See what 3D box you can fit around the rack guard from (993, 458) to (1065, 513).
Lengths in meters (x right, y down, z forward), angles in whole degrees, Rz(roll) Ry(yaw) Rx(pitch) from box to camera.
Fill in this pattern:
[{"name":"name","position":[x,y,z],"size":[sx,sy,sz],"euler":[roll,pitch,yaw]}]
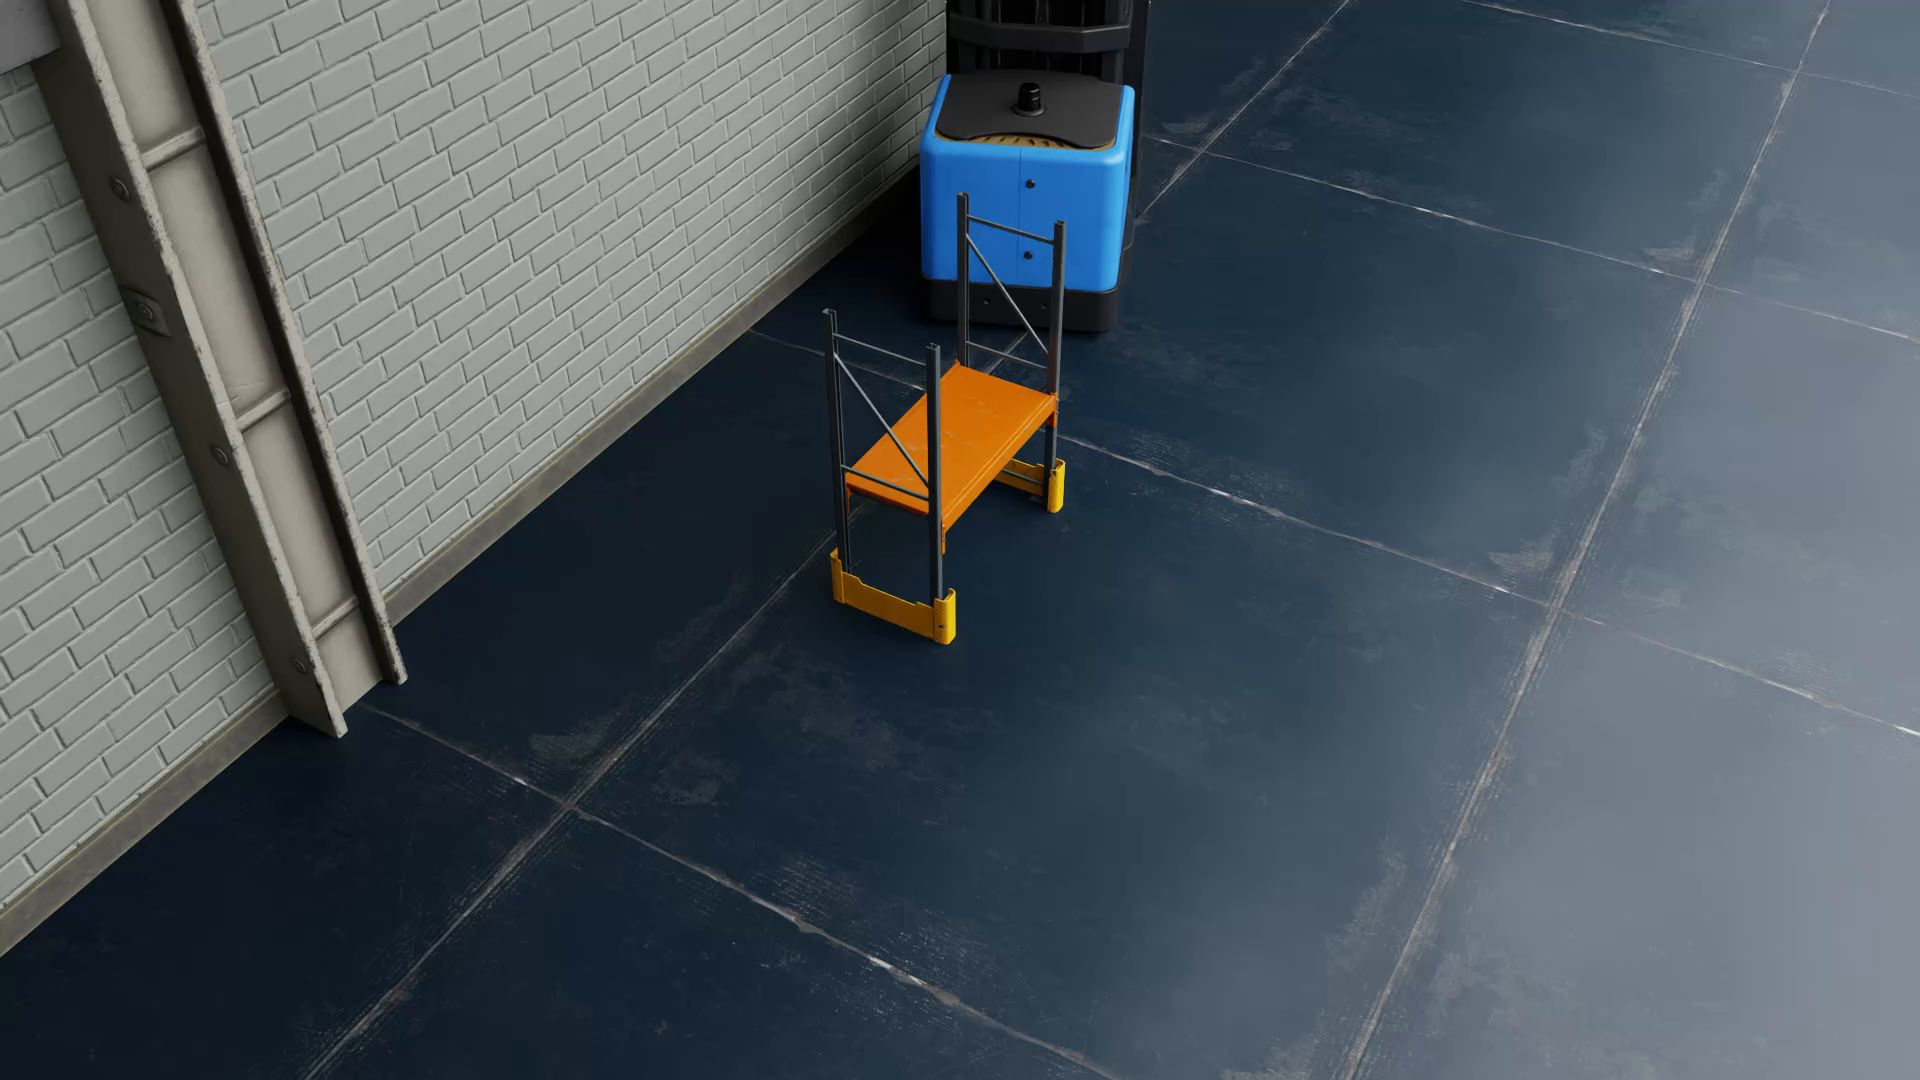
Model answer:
[{"name":"rack guard","position":[0.211,-0.335,7.757],"size":[0.587,0.250,0.087],"euler":[21,45,22]}]

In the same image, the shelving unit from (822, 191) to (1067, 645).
[{"name":"shelving unit","position":[-0.038,-0.519,7.020],"size":[0.587,1.500,1.083],"euler":[21,45,22]}]

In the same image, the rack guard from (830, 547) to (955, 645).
[{"name":"rack guard","position":[-0.287,0.235,7.110],"size":[0.587,0.250,0.087],"euler":[21,45,22]}]

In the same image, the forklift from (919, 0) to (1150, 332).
[{"name":"forklift","position":[0.502,-3.164,8.941],"size":[1.130,2.935,3.031],"euler":[5,42,6]}]

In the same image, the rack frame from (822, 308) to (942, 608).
[{"name":"rack frame","position":[-0.297,-0.223,6.684],"size":[0.500,1.500,0.032],"euler":[21,45,22]}]

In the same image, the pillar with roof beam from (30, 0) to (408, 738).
[{"name":"pillar with roof beam","position":[1.203,-1.320,2.256],"size":[9.100,9.000,0.400],"euler":[21,45,22]}]

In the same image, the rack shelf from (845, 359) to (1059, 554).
[{"name":"rack shelf","position":[-0.043,-0.379,7.133],"size":[0.538,0.185,1.000],"euler":[21,45,22]}]

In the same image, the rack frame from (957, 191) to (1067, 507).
[{"name":"rack frame","position":[0.212,-0.805,7.345],"size":[0.500,1.500,0.032],"euler":[21,45,22]}]
